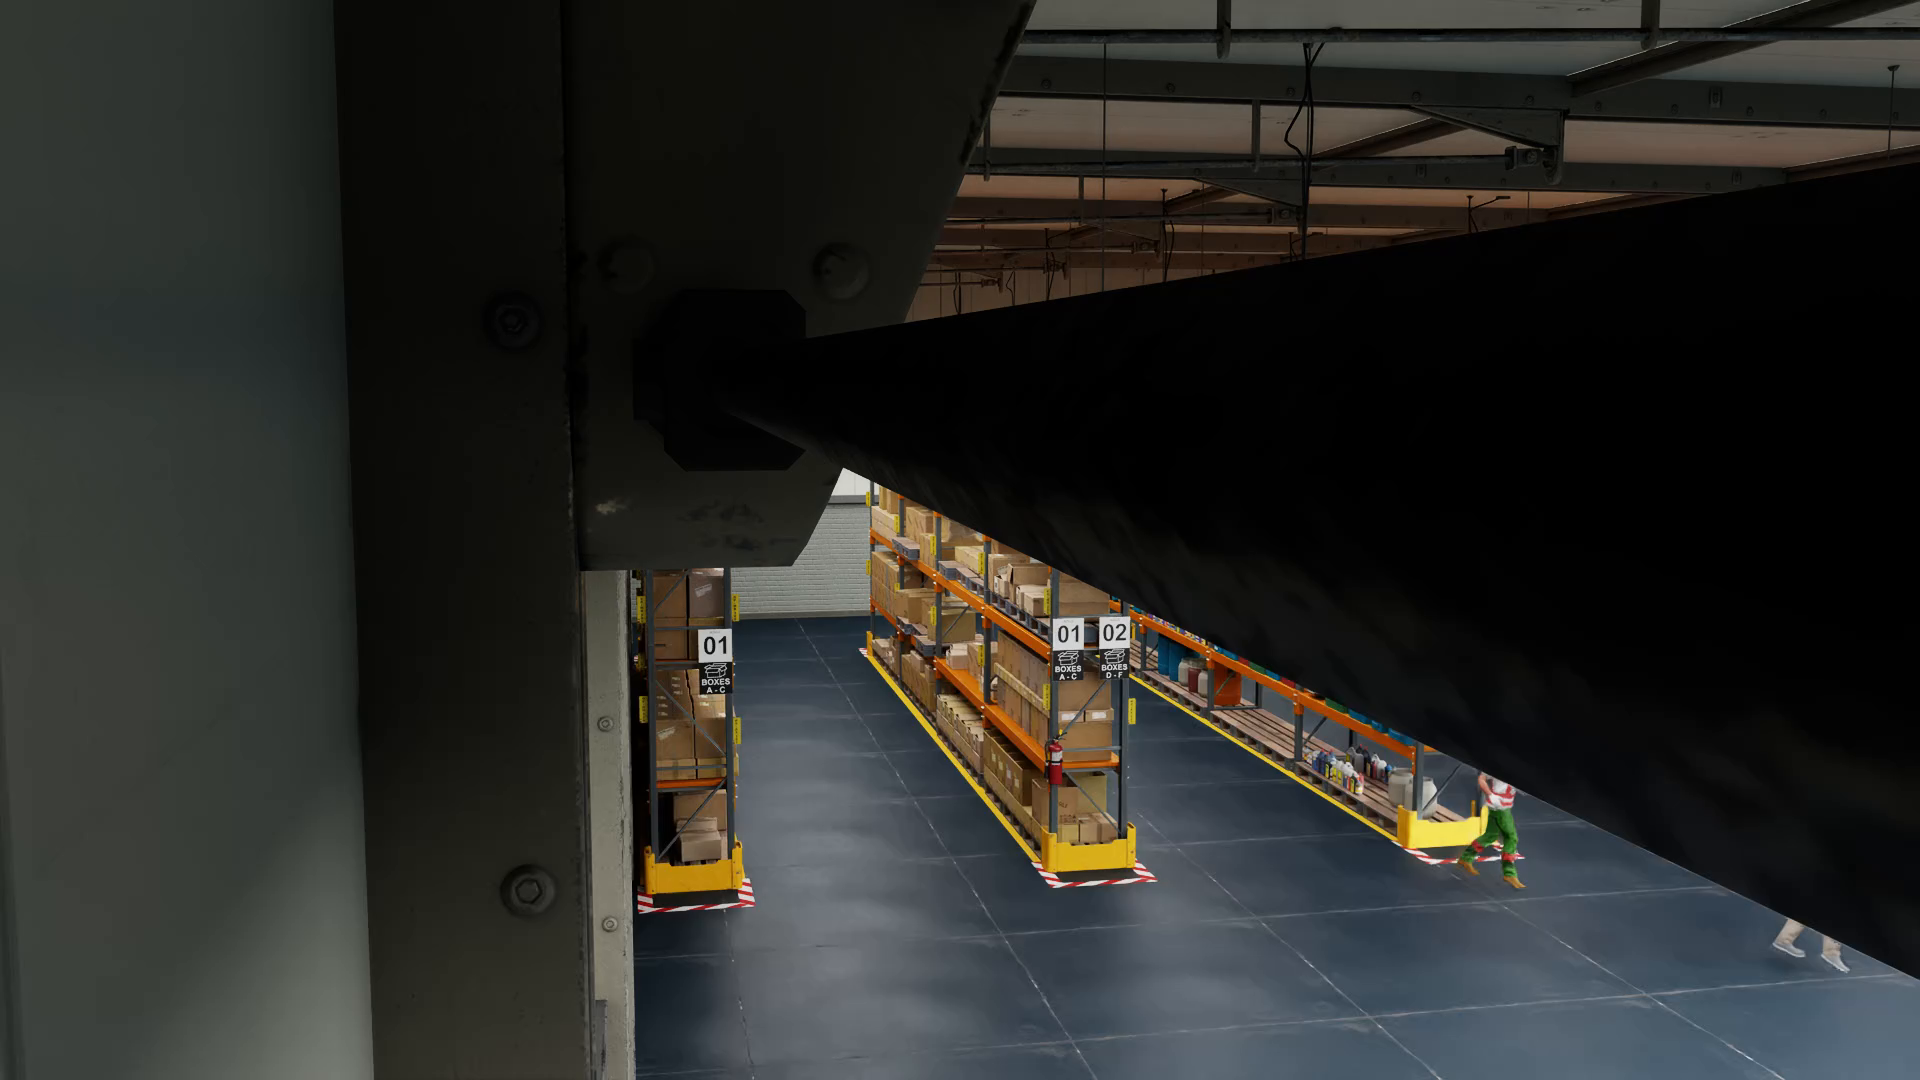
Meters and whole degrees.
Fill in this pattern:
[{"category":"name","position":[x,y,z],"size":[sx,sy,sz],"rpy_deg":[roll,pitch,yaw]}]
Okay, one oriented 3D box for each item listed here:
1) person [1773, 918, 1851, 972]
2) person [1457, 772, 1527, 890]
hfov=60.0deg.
[{"category":"person","position":[9.043,3.647,17.553],"size":[0.760,1.795,0.642],"rpy_deg":[1,6,14]},{"category":"person","position":[6.594,3.303,20.476],"size":[0.846,1.821,0.658],"rpy_deg":[3,7,27]}]
